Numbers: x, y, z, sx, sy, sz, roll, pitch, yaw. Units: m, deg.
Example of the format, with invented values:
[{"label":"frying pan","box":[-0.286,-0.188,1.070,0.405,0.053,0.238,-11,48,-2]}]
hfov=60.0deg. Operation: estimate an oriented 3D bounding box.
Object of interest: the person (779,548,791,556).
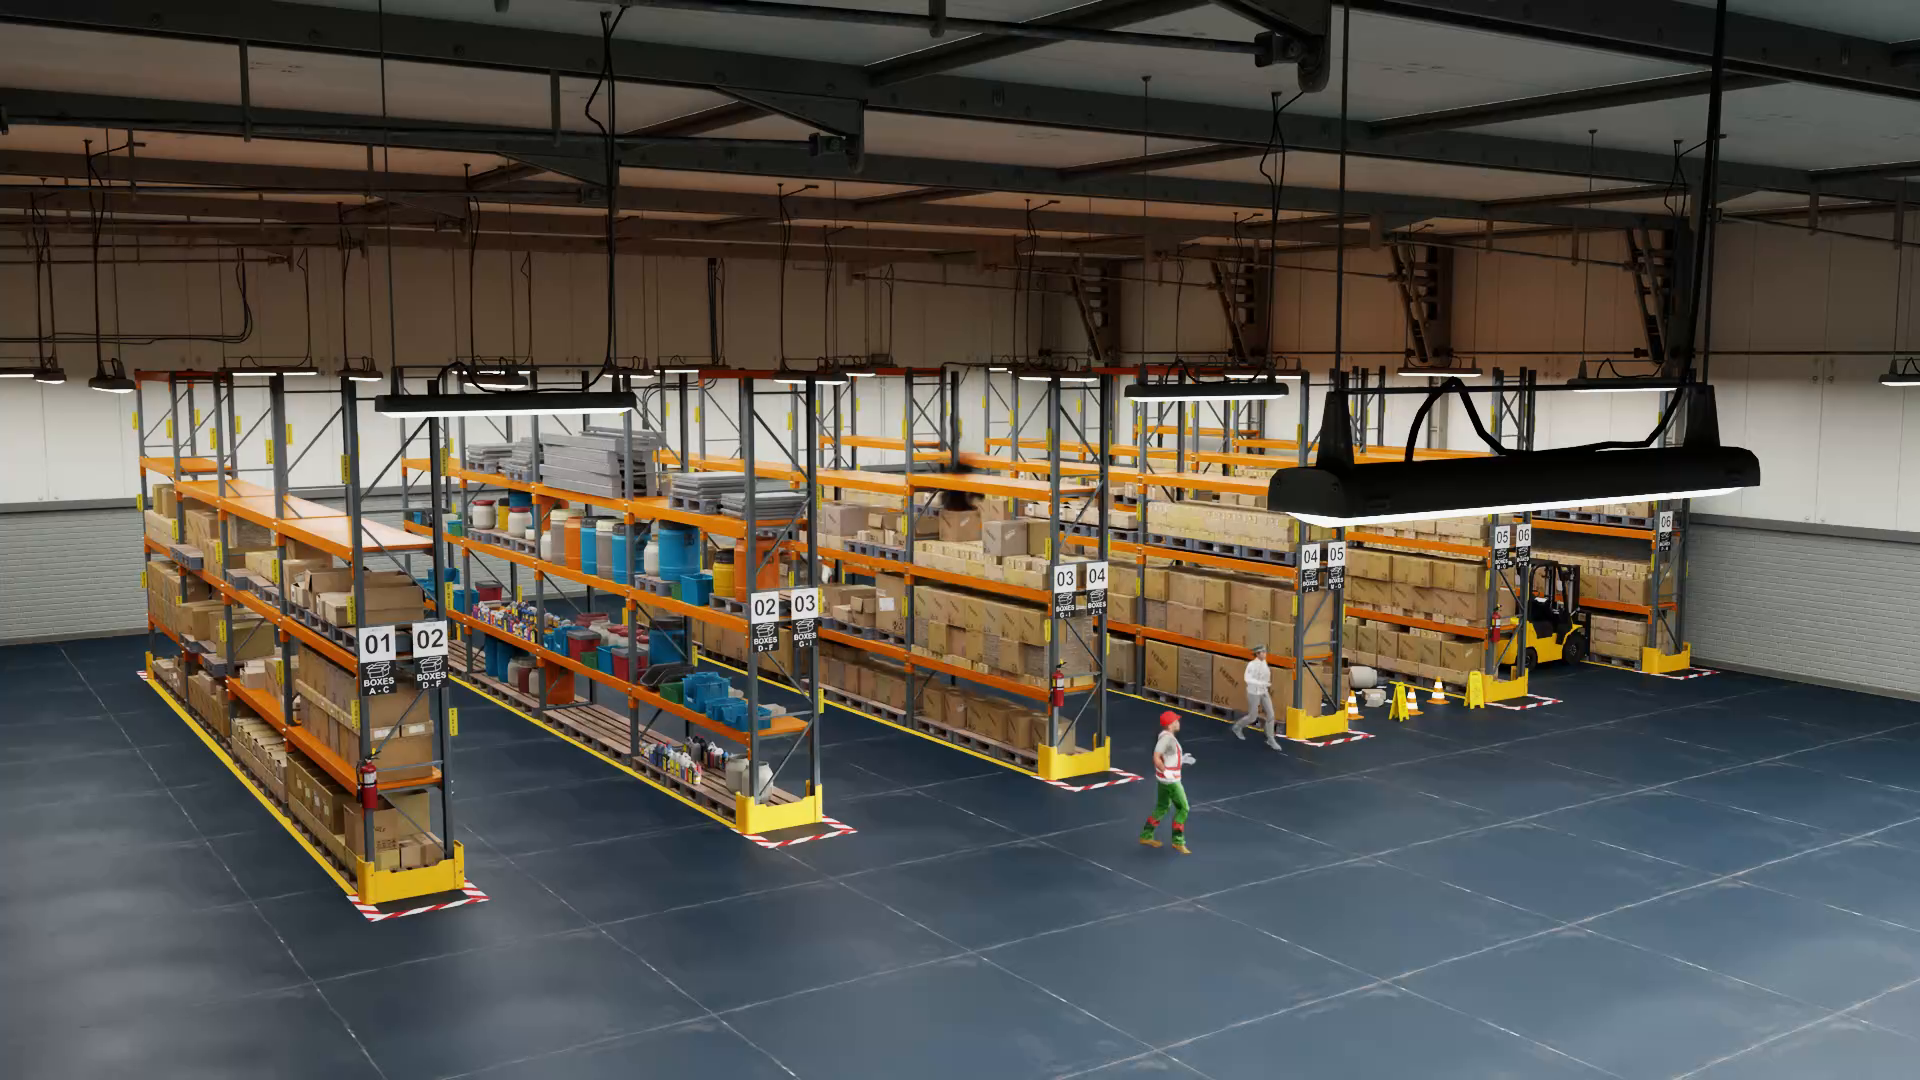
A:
[{"label":"person","box":[-4.470,0.888,41.189,0.540,1.629,0.751,-5,8,-39]}]

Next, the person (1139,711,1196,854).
[{"label":"person","box":[2.639,3.081,21.080,0.717,1.852,0.637,0,6,-1]}]

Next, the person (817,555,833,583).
[{"label":"person","box":[-3.176,1.197,37.997,0.733,1.723,0.643,-3,7,-28]}]

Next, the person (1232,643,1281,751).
[{"label":"person","box":[4.766,2.485,26.719,0.651,1.704,0.896,-6,9,-43]}]
